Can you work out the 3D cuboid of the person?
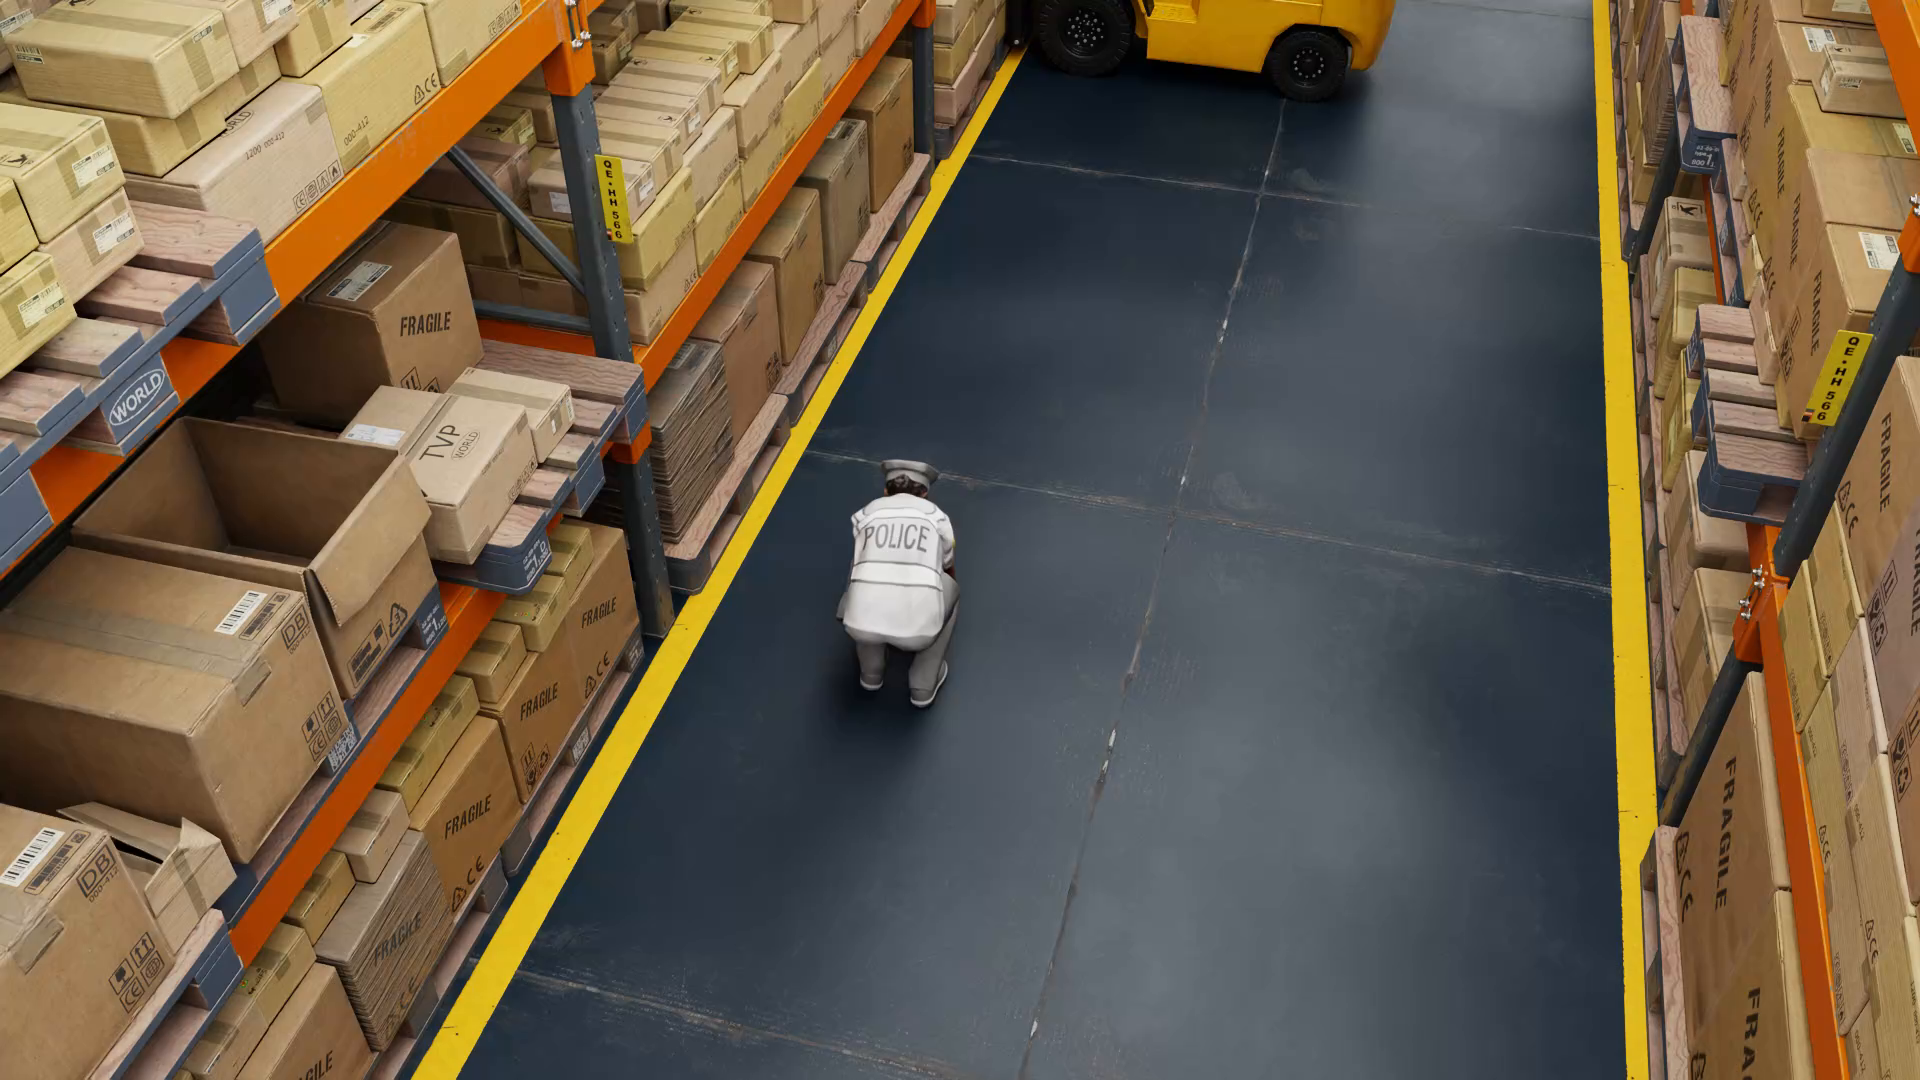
[{"bbox_3d":[-0.225,0.185,6.653,0.448,0.764,0.925,6,42,6],"label":"person"}]
